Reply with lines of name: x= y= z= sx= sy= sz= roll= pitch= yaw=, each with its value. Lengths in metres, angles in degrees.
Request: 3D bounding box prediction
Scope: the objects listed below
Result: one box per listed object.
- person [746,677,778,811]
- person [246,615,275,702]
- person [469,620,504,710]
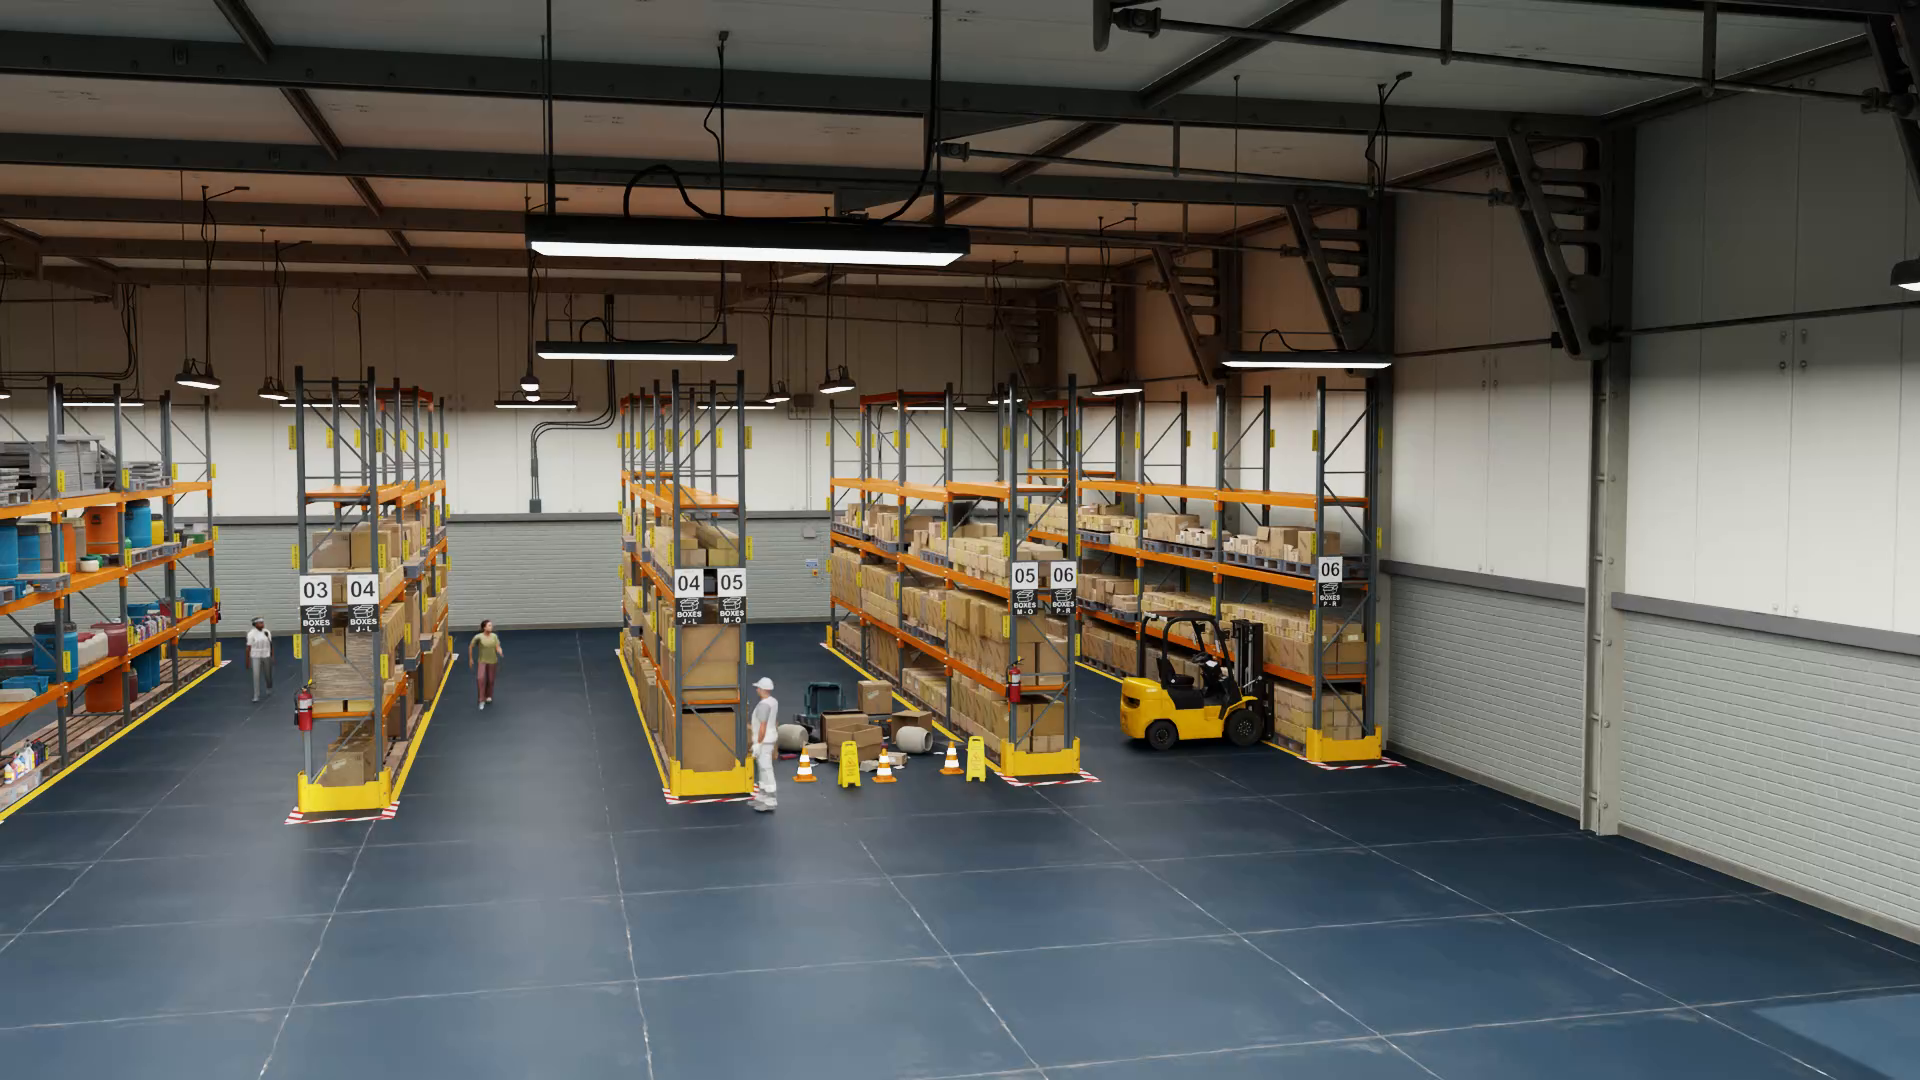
person: x=-2.715 y=2.759 z=22.509 sx=0.490 sy=1.805 sz=0.592 roll=0 pitch=3 yaw=6
person: x=-13.507 y=2.258 z=32.117 sx=0.533 sy=1.639 sz=0.951 roll=-1 pitch=4 yaw=-20
person: x=-8.925 y=2.325 z=31.384 sx=0.655 sy=1.652 sz=0.971 roll=-1 pitch=3 yaw=-13
